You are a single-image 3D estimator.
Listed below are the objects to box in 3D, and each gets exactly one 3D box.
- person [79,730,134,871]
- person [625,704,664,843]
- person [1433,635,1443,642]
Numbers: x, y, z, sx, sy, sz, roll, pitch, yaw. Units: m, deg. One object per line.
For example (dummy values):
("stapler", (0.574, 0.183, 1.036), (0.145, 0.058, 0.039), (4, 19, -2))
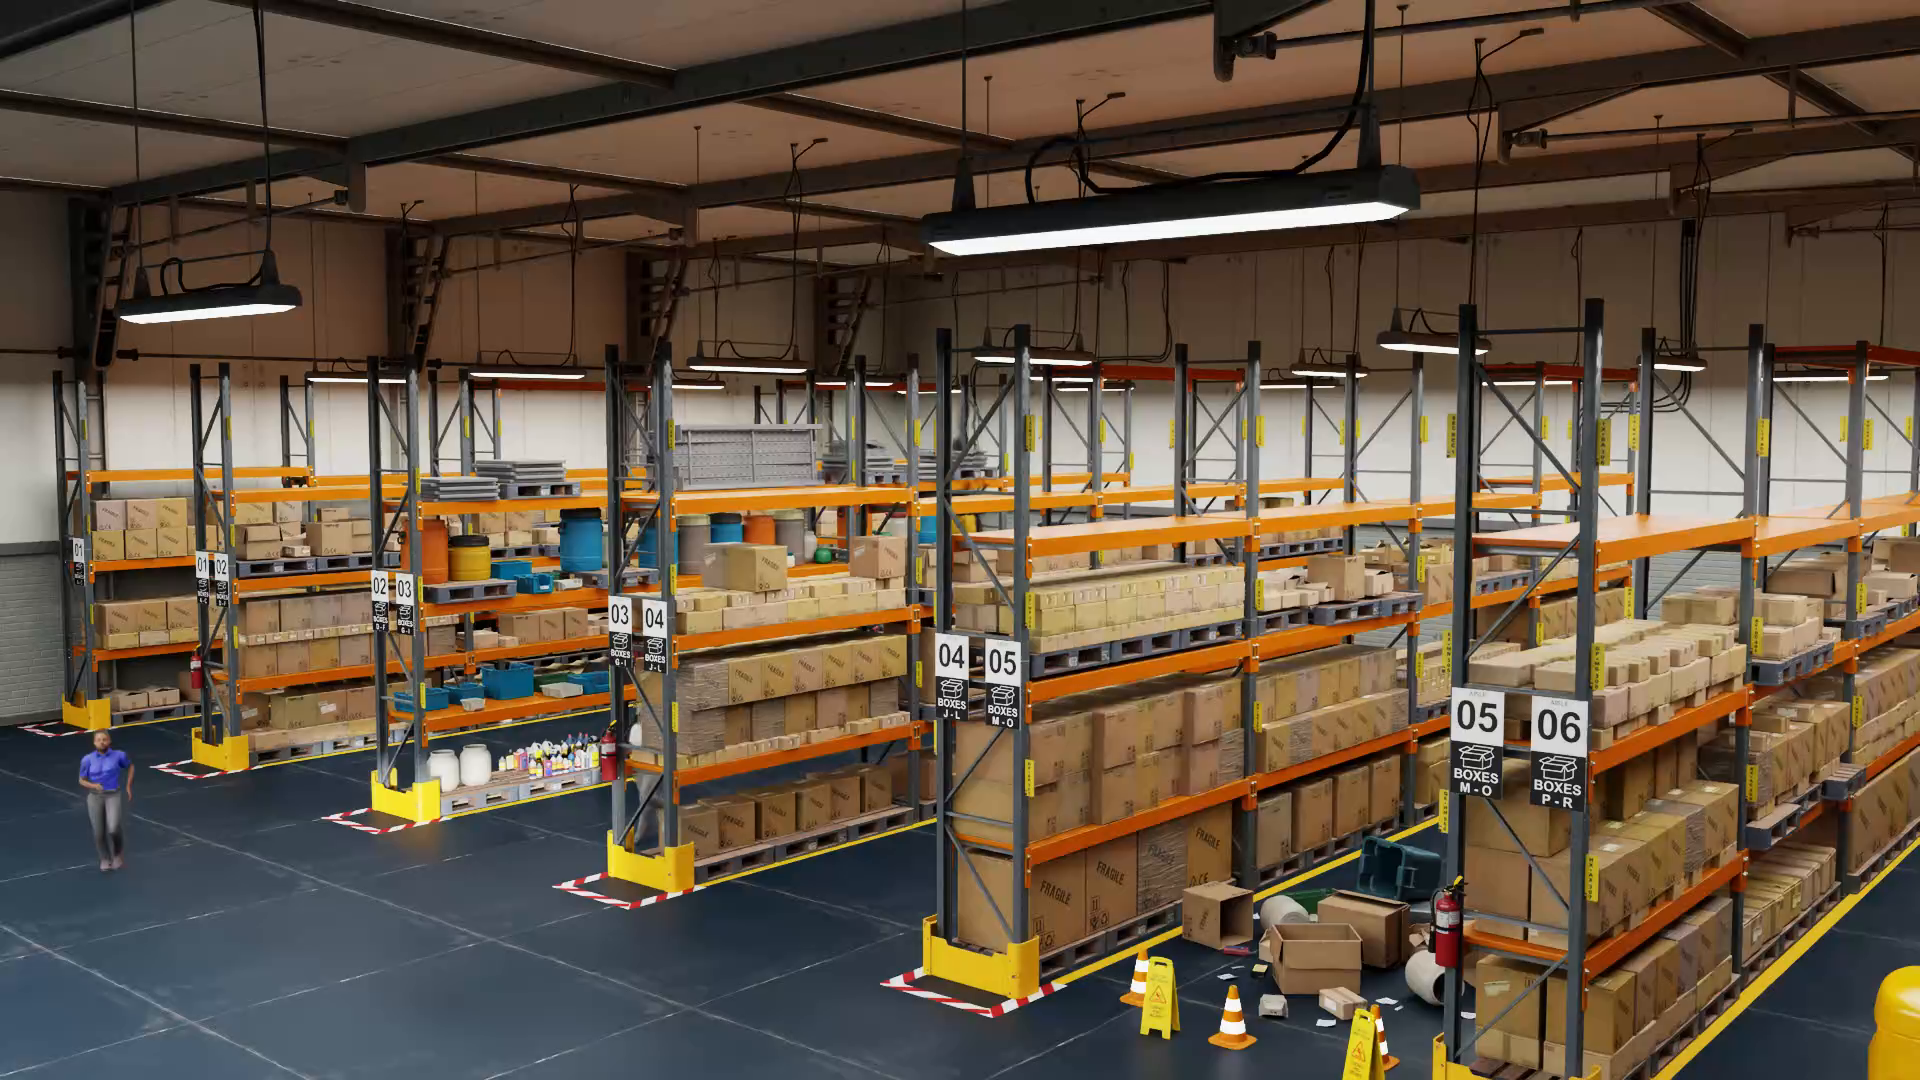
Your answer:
("person", (-9.715, 2.974, 18.928), (0.549, 1.628, 0.649), (-2, 4, -22))
("person", (-3.846, 2.839, 20.661), (0.561, 1.678, 0.889), (2, 5, 26))
("person", (7.803, 2.385, 27.012), (0.637, 1.698, 0.653), (4, 6, 42))
